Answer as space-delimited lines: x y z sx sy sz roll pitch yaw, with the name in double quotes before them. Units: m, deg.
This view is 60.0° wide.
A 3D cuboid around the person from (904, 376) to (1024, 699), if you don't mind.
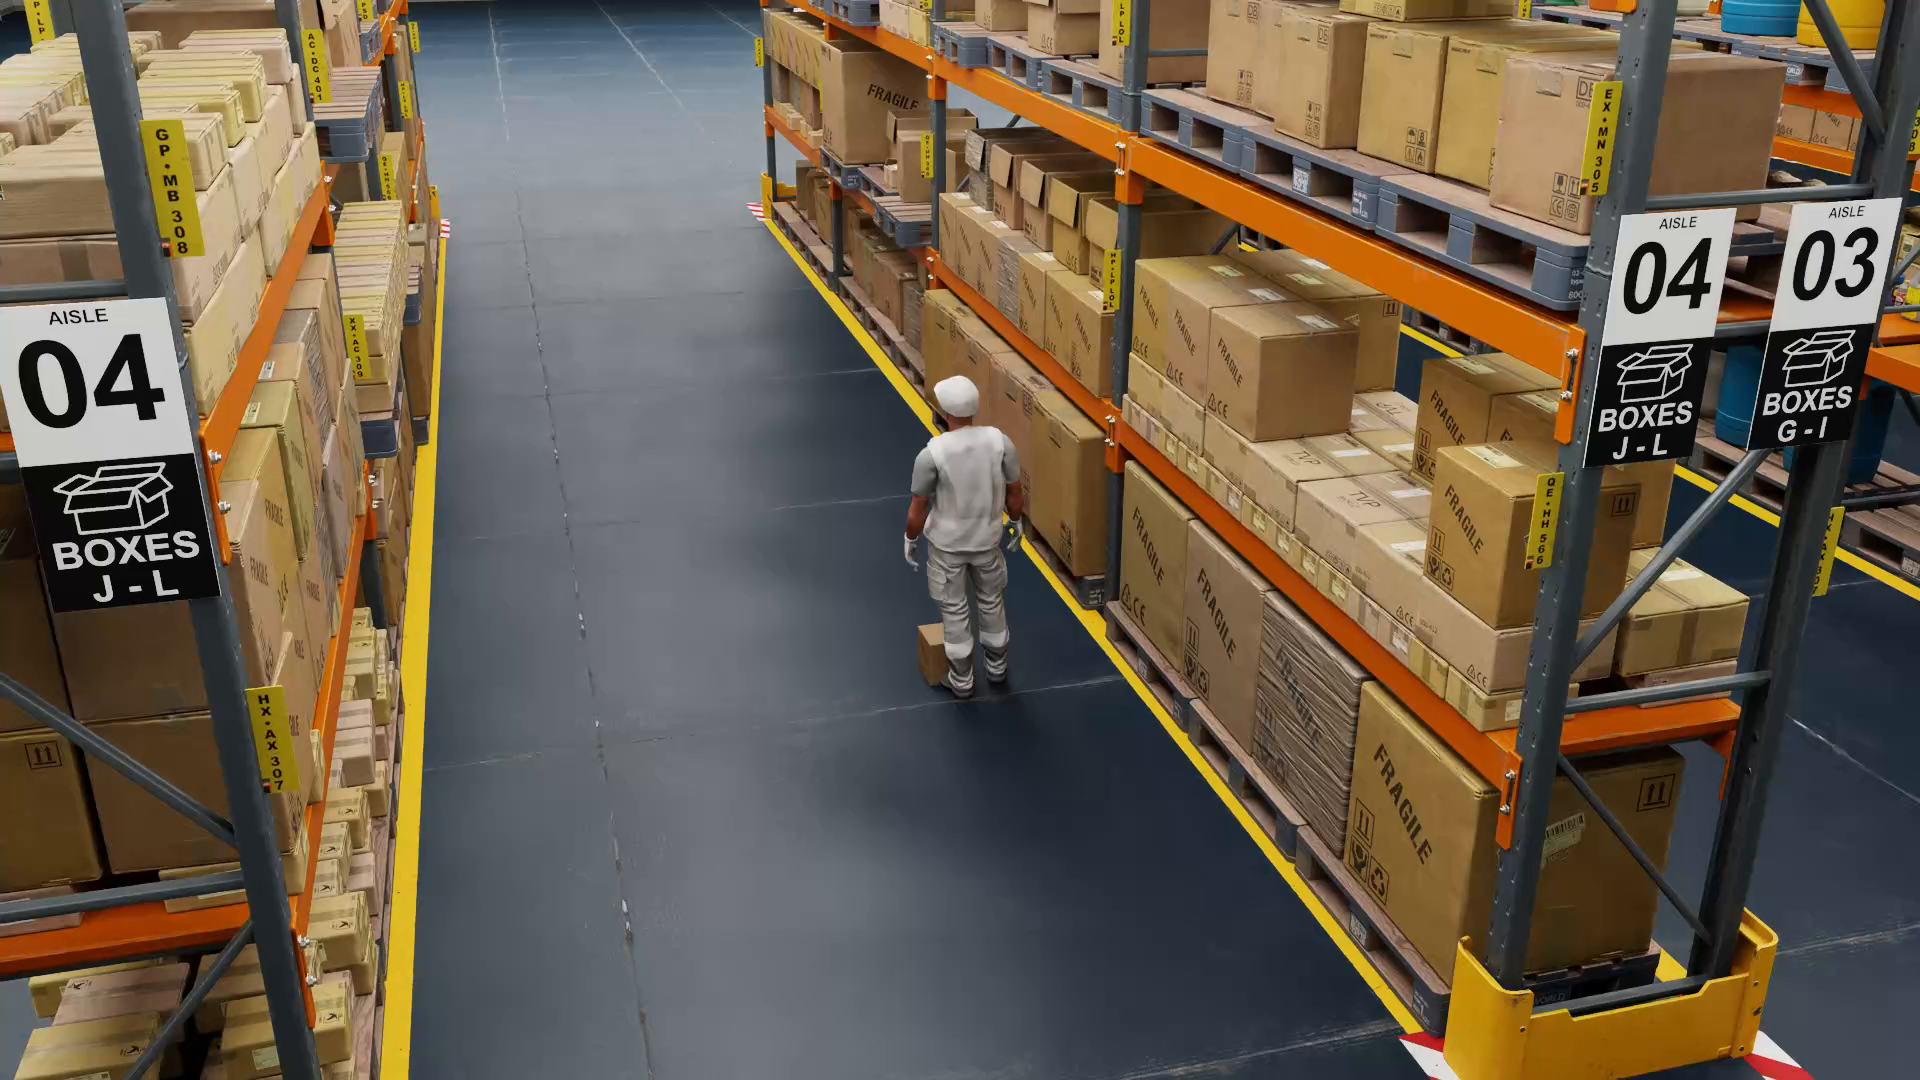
"person" 0.009 -0.032 8.614 0.637 1.788 0.564 -6 23 -14
